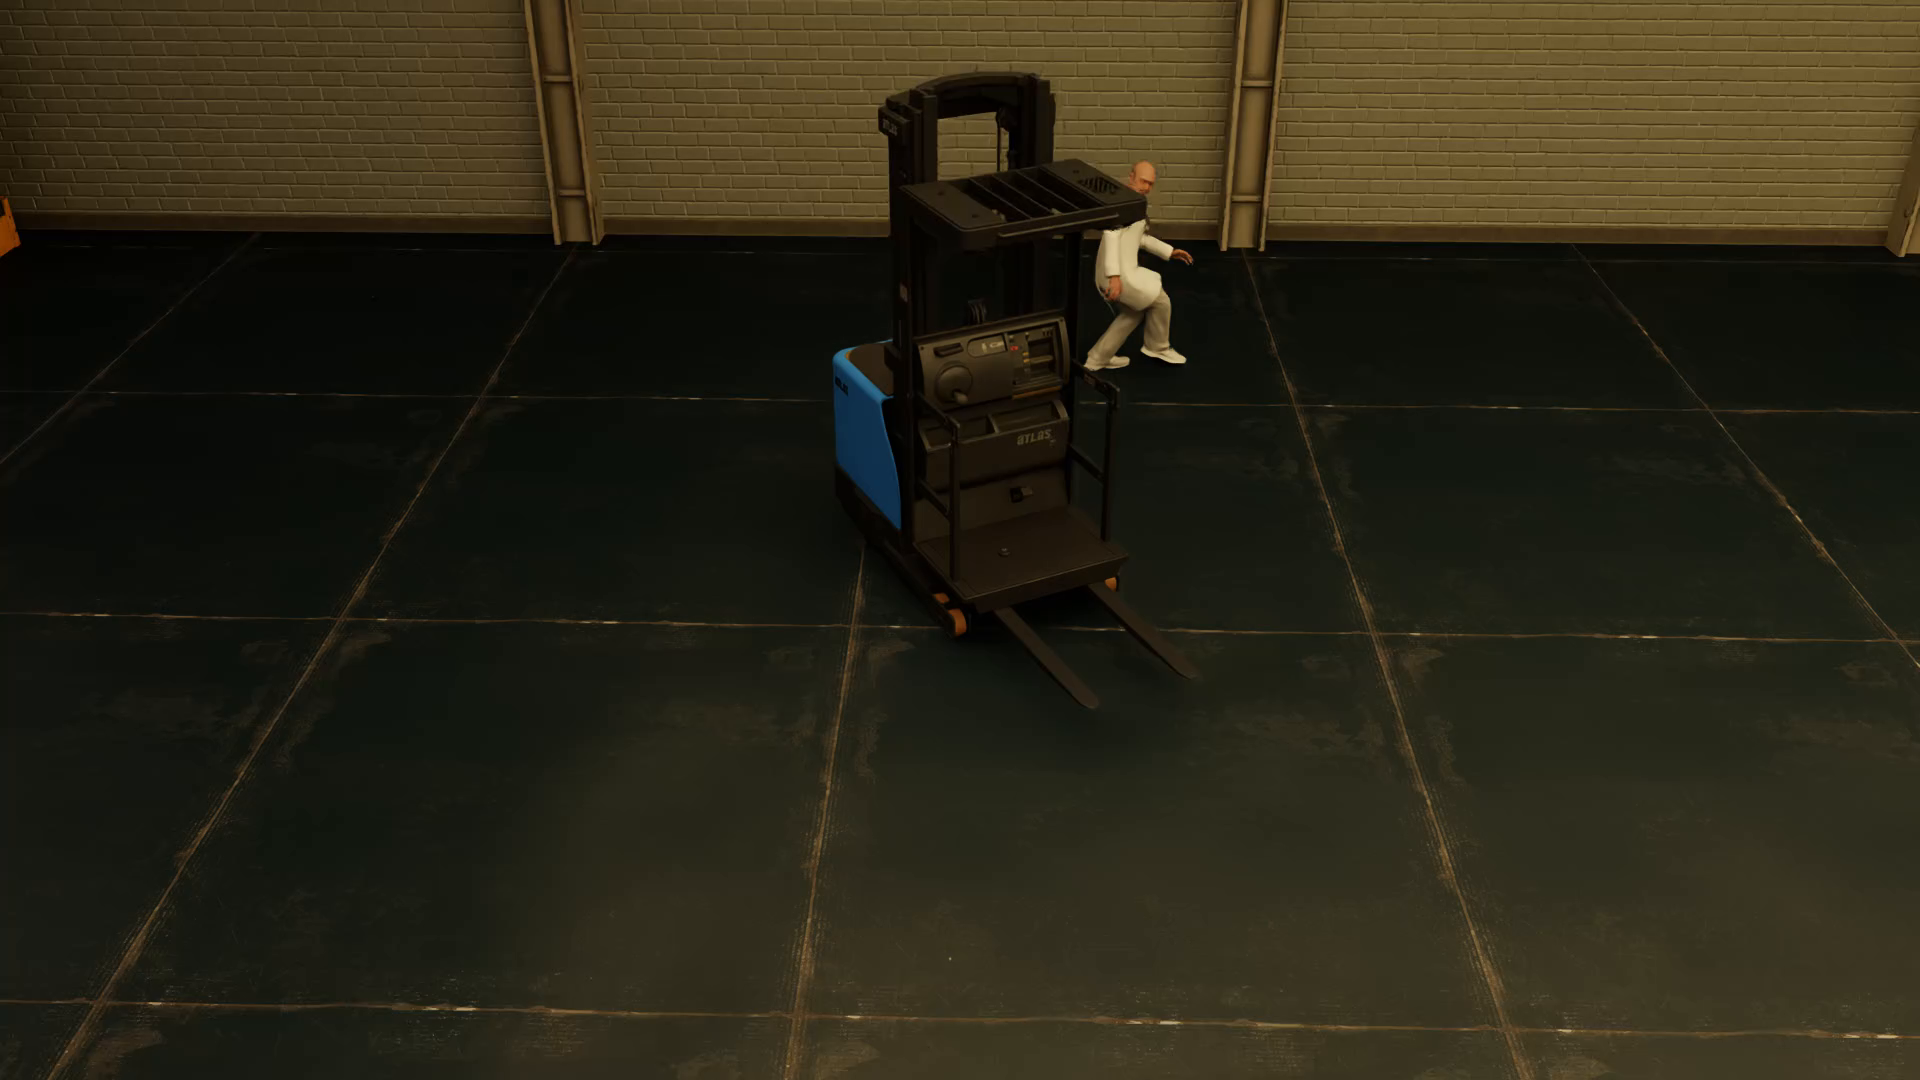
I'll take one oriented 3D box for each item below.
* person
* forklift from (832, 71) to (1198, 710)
[{"bbox_3d":[1.359,-1.960,12.282,0.828,1.599,0.804,-6,31,-10],"label":"person"},{"bbox_3d":[0.294,-0.962,9.246,1.130,2.935,3.031,-14,33,-23],"label":"forklift"}]
